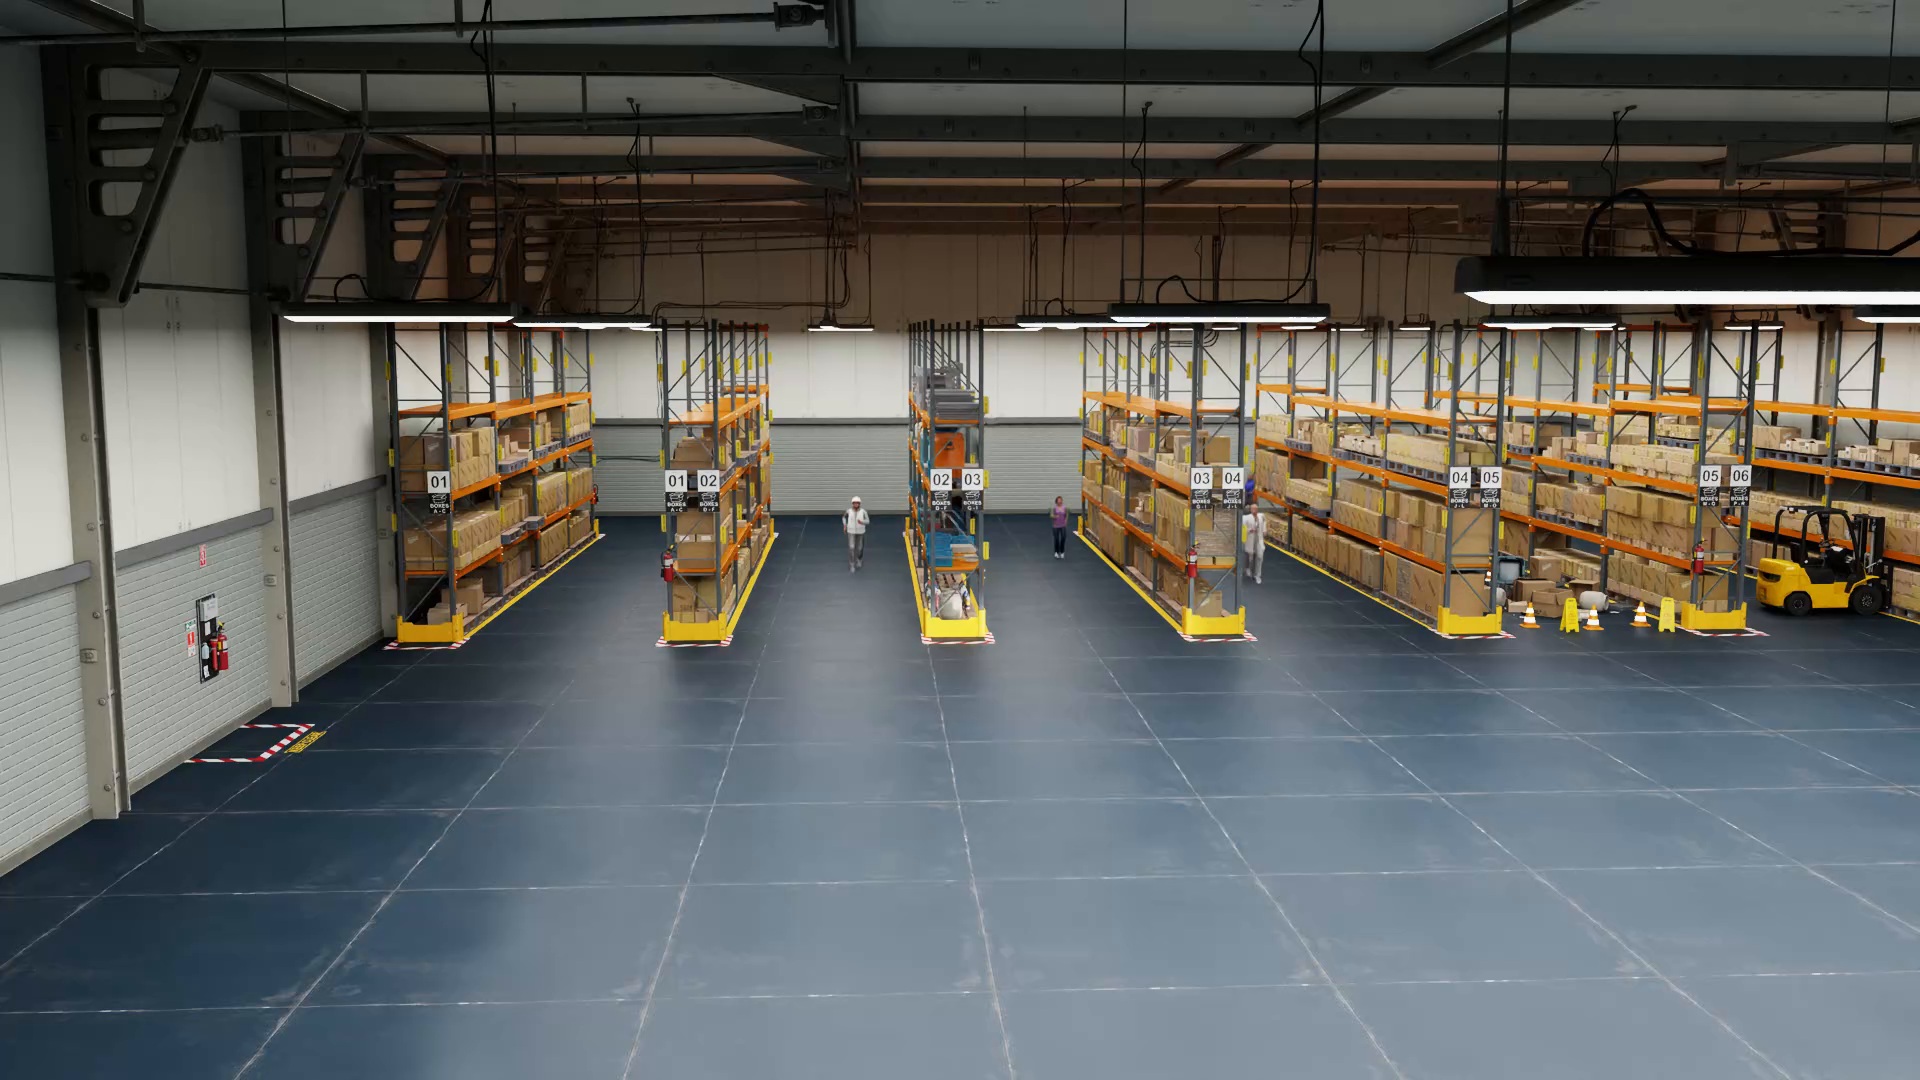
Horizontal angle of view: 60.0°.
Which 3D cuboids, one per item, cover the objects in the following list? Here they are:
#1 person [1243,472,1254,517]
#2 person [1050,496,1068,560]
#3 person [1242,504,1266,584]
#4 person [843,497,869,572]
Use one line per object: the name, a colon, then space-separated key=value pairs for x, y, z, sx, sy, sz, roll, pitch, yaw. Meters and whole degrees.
person: x=8.655 y=-1.173 z=49.481 sx=0.741 sy=1.696 sz=0.566 roll=-5 pitch=9 yaw=-34
person: x=2.542 y=-0.299 z=42.446 sx=0.514 sy=1.616 sz=0.653 roll=-1 pitch=7 yaw=-6
person: x=6.823 y=0.078 z=38.755 sx=0.738 sy=1.853 sz=0.971 roll=-1 pitch=7 yaw=-11
person: x=-2.516 y=-0.161 z=40.322 sx=0.644 sy=1.785 sz=0.904 roll=-1 pitch=7 yaw=-4
